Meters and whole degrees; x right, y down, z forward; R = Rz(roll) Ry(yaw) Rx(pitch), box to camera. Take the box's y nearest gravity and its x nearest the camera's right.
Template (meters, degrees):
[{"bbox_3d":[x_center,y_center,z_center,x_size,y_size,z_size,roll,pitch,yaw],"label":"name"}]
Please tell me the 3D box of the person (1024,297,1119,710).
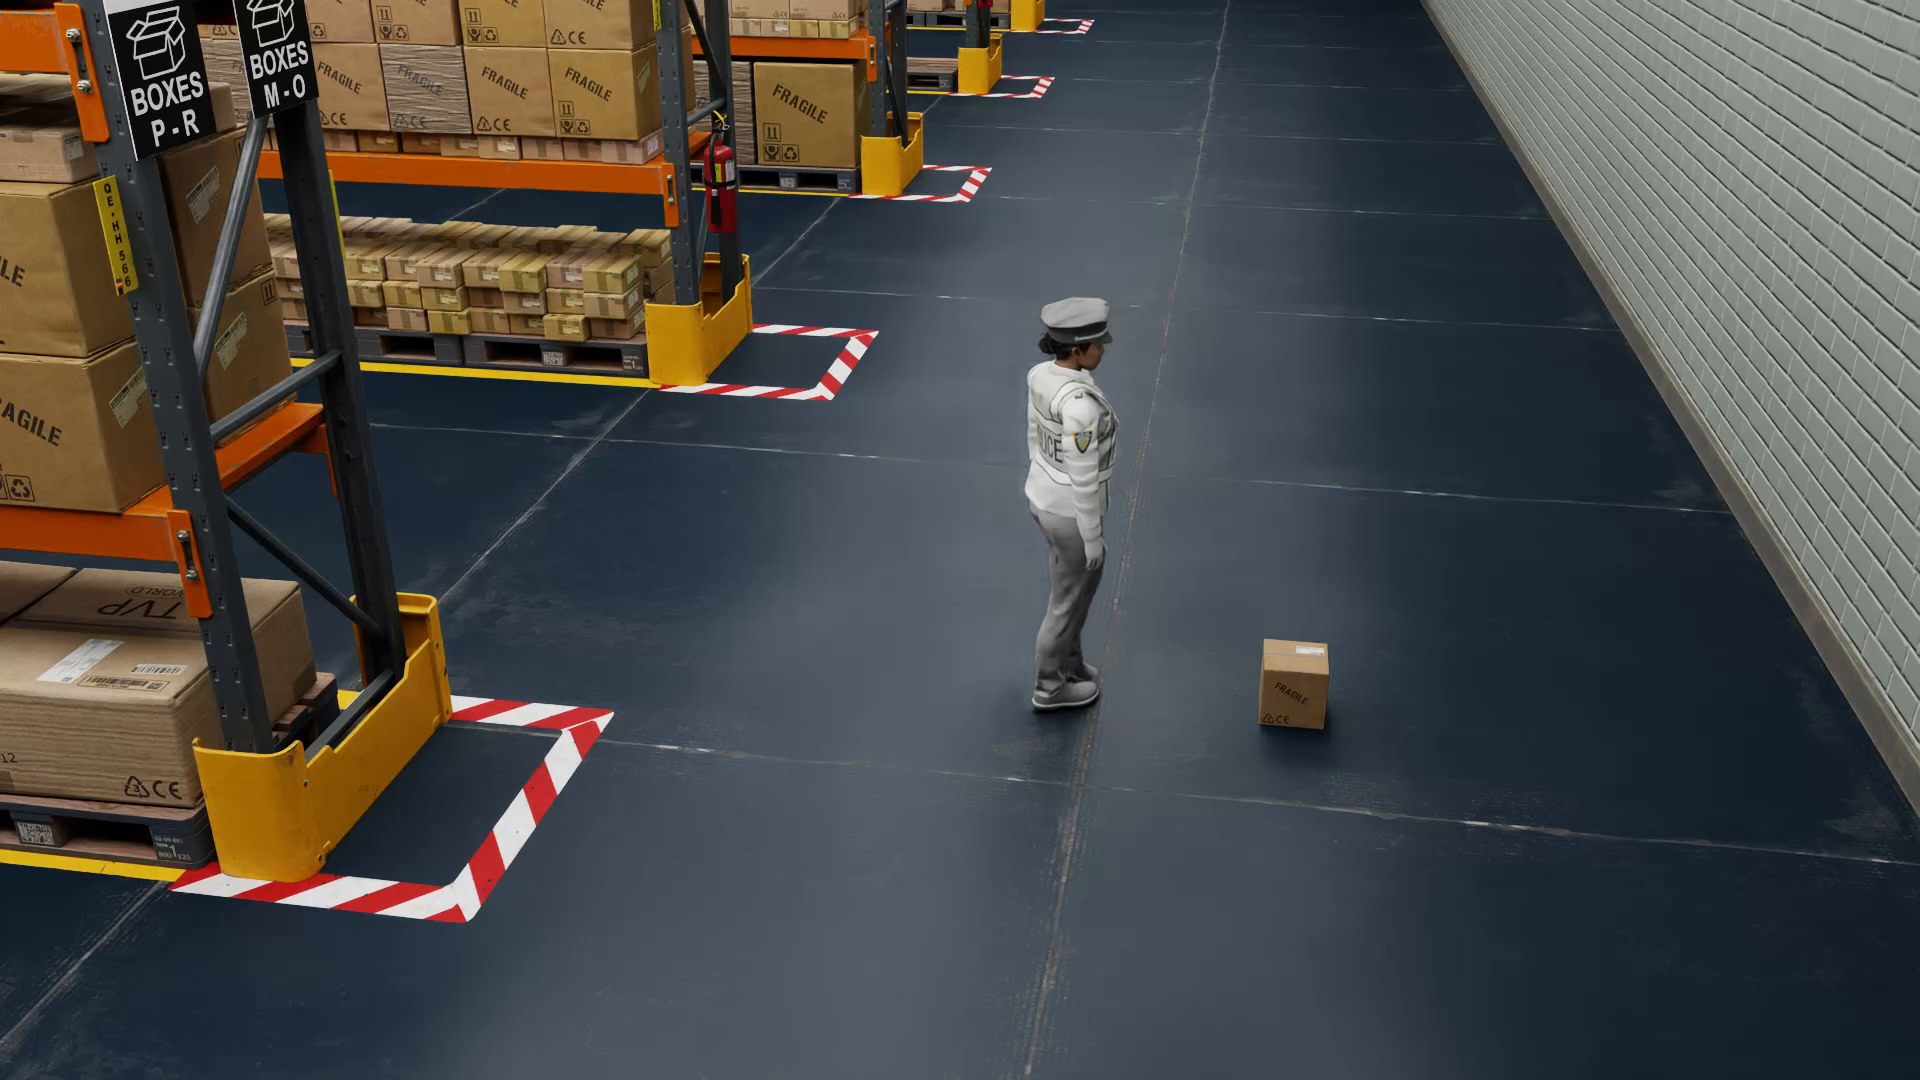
[{"bbox_3d":[0.452,-0.088,6.335,0.397,1.717,0.524,-8,26,-16],"label":"person"}]
